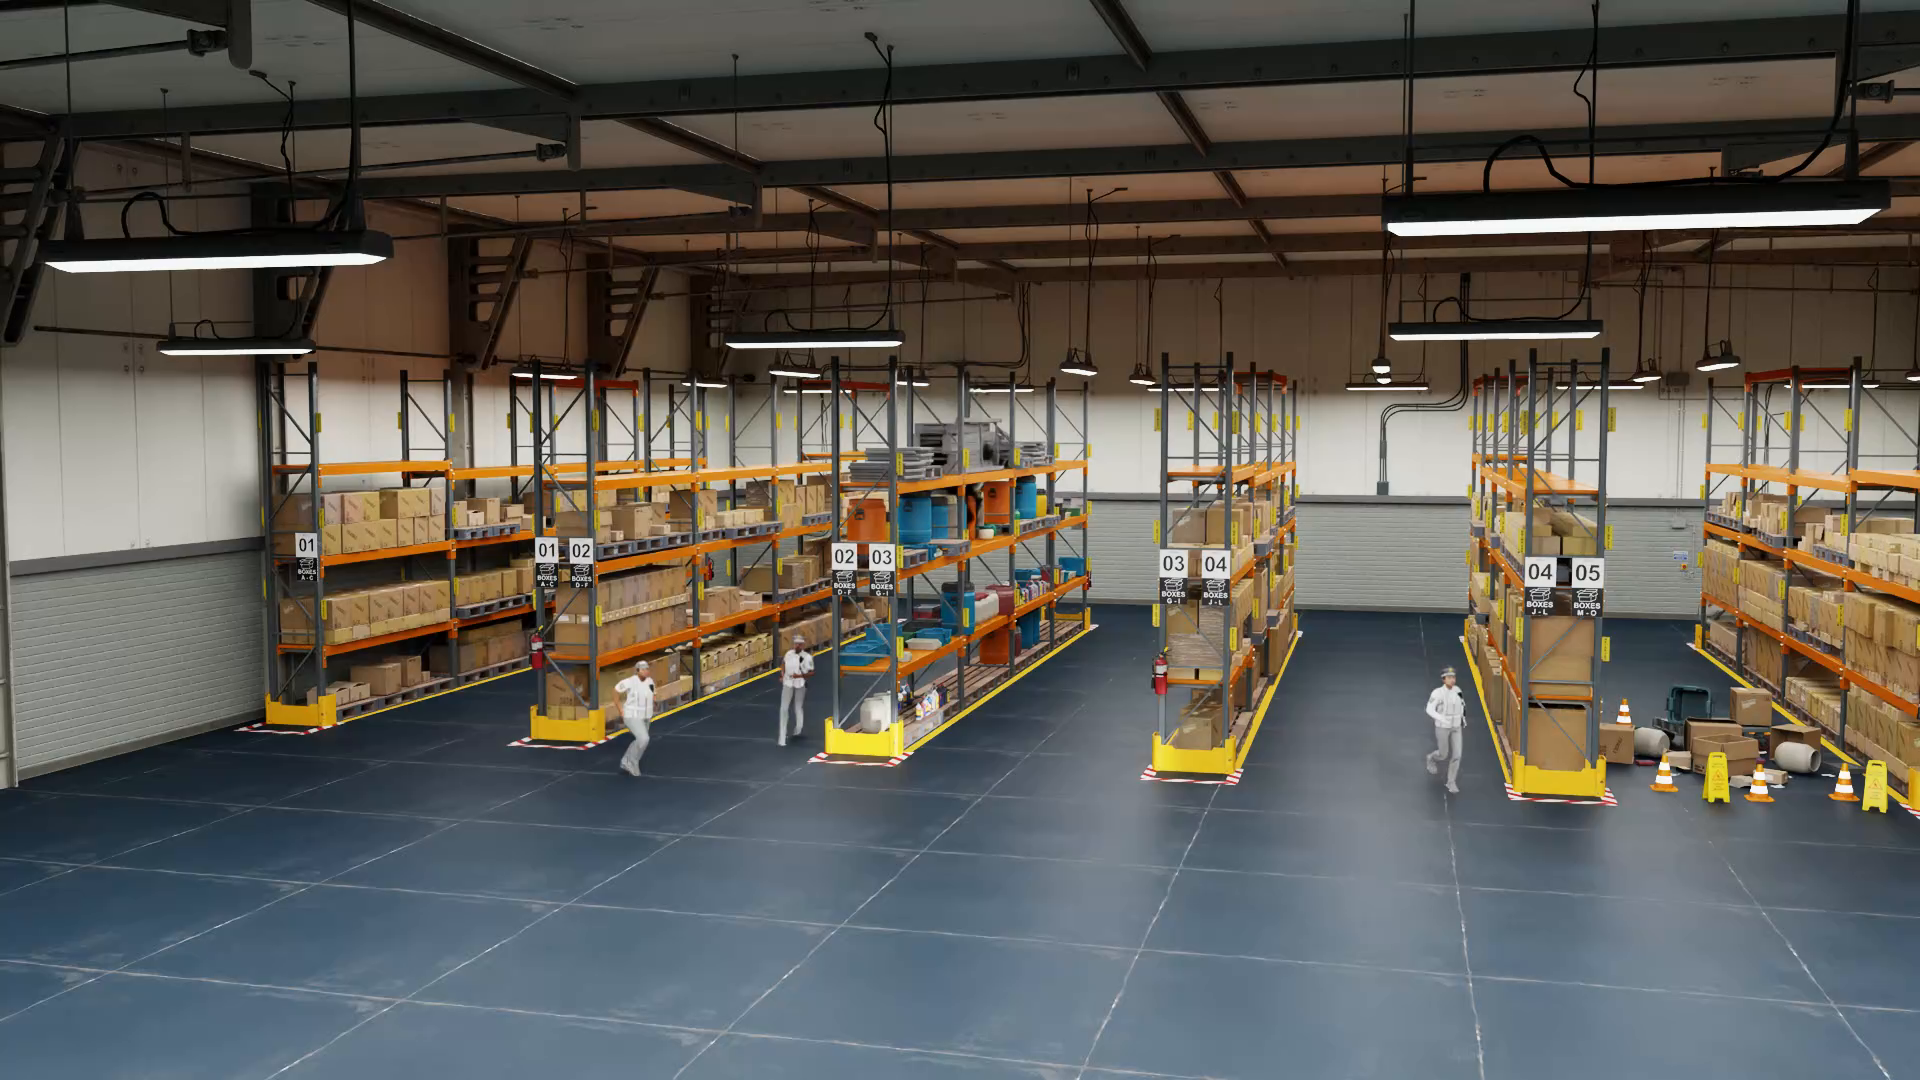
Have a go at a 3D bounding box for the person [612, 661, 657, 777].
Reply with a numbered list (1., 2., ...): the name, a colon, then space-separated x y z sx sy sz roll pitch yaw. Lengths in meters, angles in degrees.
1. person: -4.566 2.525 23.561 0.734 1.642 0.583 3 5 38

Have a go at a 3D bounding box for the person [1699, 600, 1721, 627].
1. person: 17.257 1.467 38.131 0.564 1.716 0.813 3 5 41

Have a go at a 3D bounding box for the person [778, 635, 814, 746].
1. person: -2.562 2.325 26.158 0.586 1.713 0.901 1 4 8

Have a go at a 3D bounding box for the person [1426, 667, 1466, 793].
1. person: 6.690 2.579 22.850 0.623 1.700 0.789 -1 4 -11

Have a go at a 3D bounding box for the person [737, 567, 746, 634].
1. person: -4.901 1.519 37.596 0.691 1.688 0.799 1 4 15
